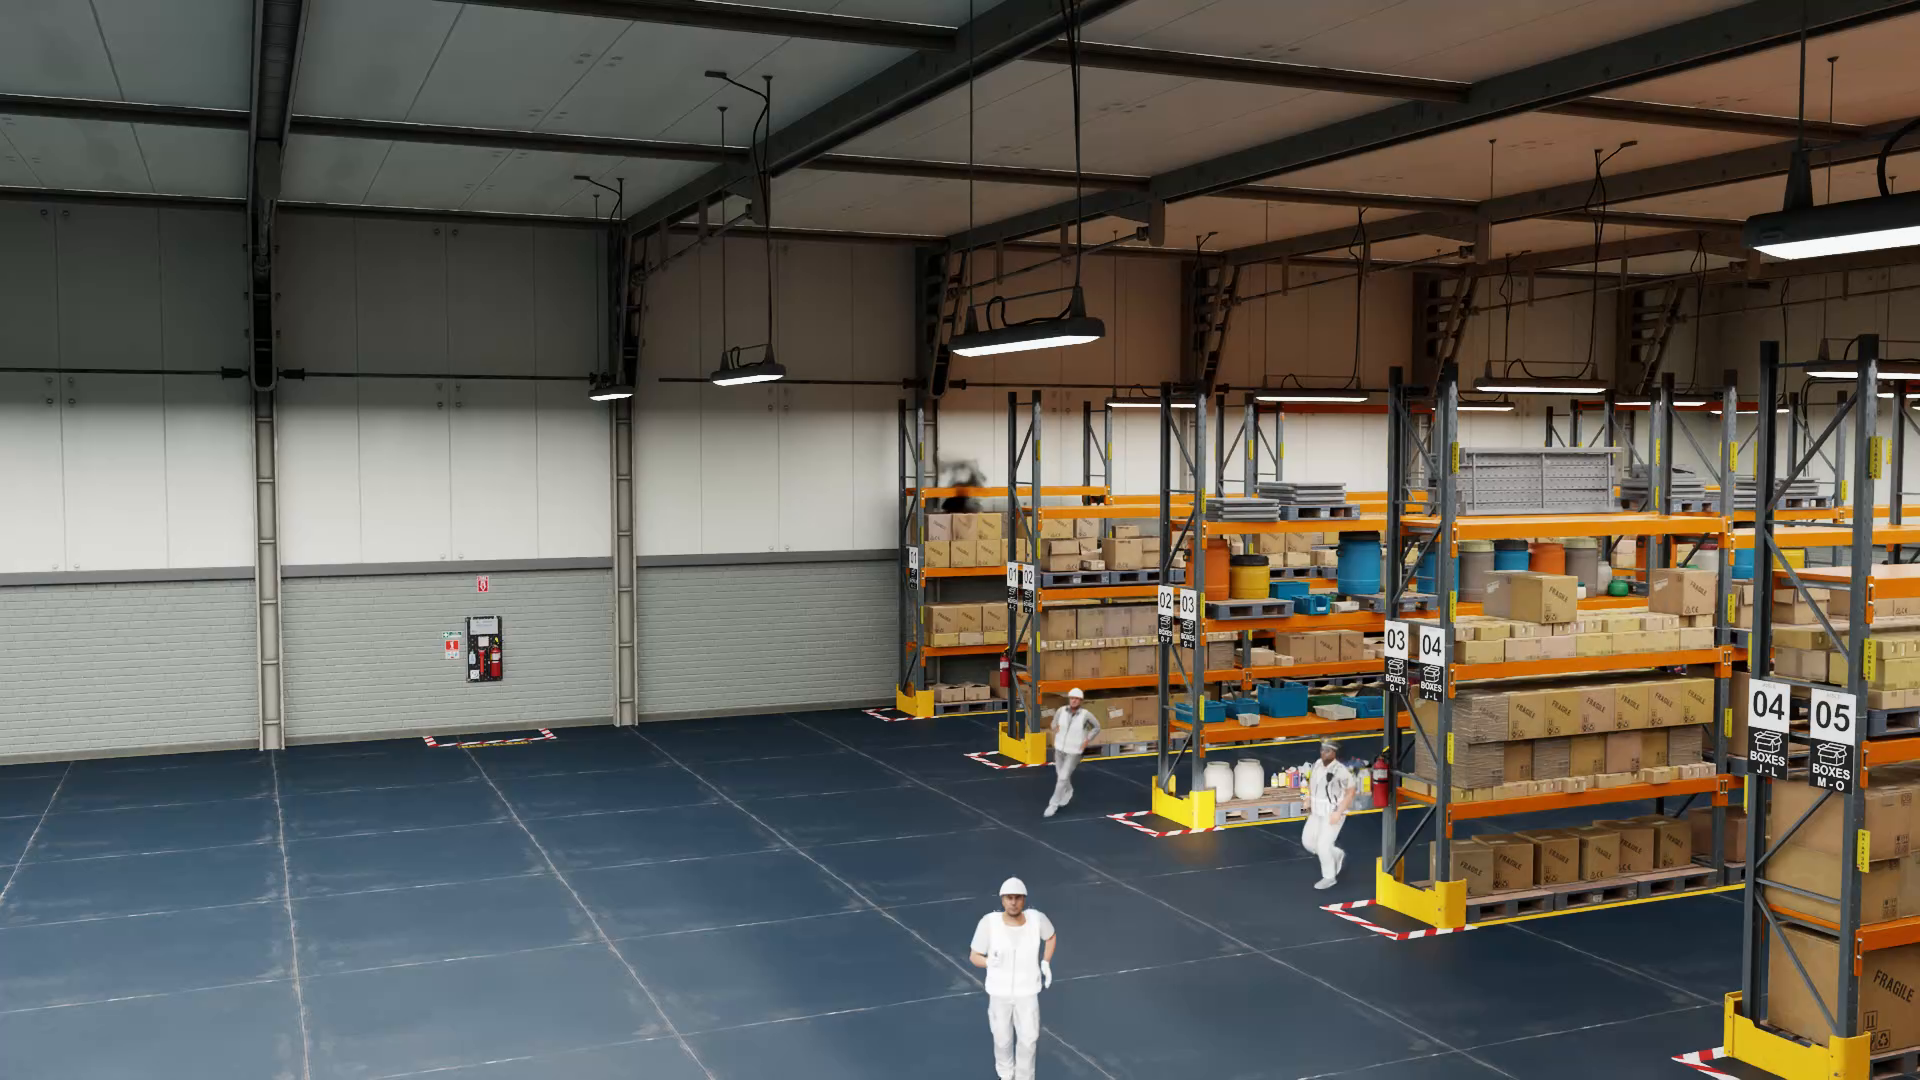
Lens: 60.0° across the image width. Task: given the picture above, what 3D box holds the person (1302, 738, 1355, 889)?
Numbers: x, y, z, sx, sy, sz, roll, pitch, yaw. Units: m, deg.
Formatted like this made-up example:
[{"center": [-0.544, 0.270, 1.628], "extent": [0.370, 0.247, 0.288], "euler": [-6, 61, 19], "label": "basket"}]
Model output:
[{"center": [4.296, 3.165, 19.403], "extent": [0.549, 1.749, 0.695], "euler": [-2, 4, -26], "label": "person"}]

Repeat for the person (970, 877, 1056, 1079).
[{"center": [0.408, 3.502, 12.778], "extent": [0.664, 1.823, 0.824], "euler": [0, 3, 3], "label": "person"}]

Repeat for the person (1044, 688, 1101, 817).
[{"center": [1.562, 2.932, 23.152], "extent": [0.676, 1.779, 0.831], "euler": [2, 4, 34], "label": "person"}]
